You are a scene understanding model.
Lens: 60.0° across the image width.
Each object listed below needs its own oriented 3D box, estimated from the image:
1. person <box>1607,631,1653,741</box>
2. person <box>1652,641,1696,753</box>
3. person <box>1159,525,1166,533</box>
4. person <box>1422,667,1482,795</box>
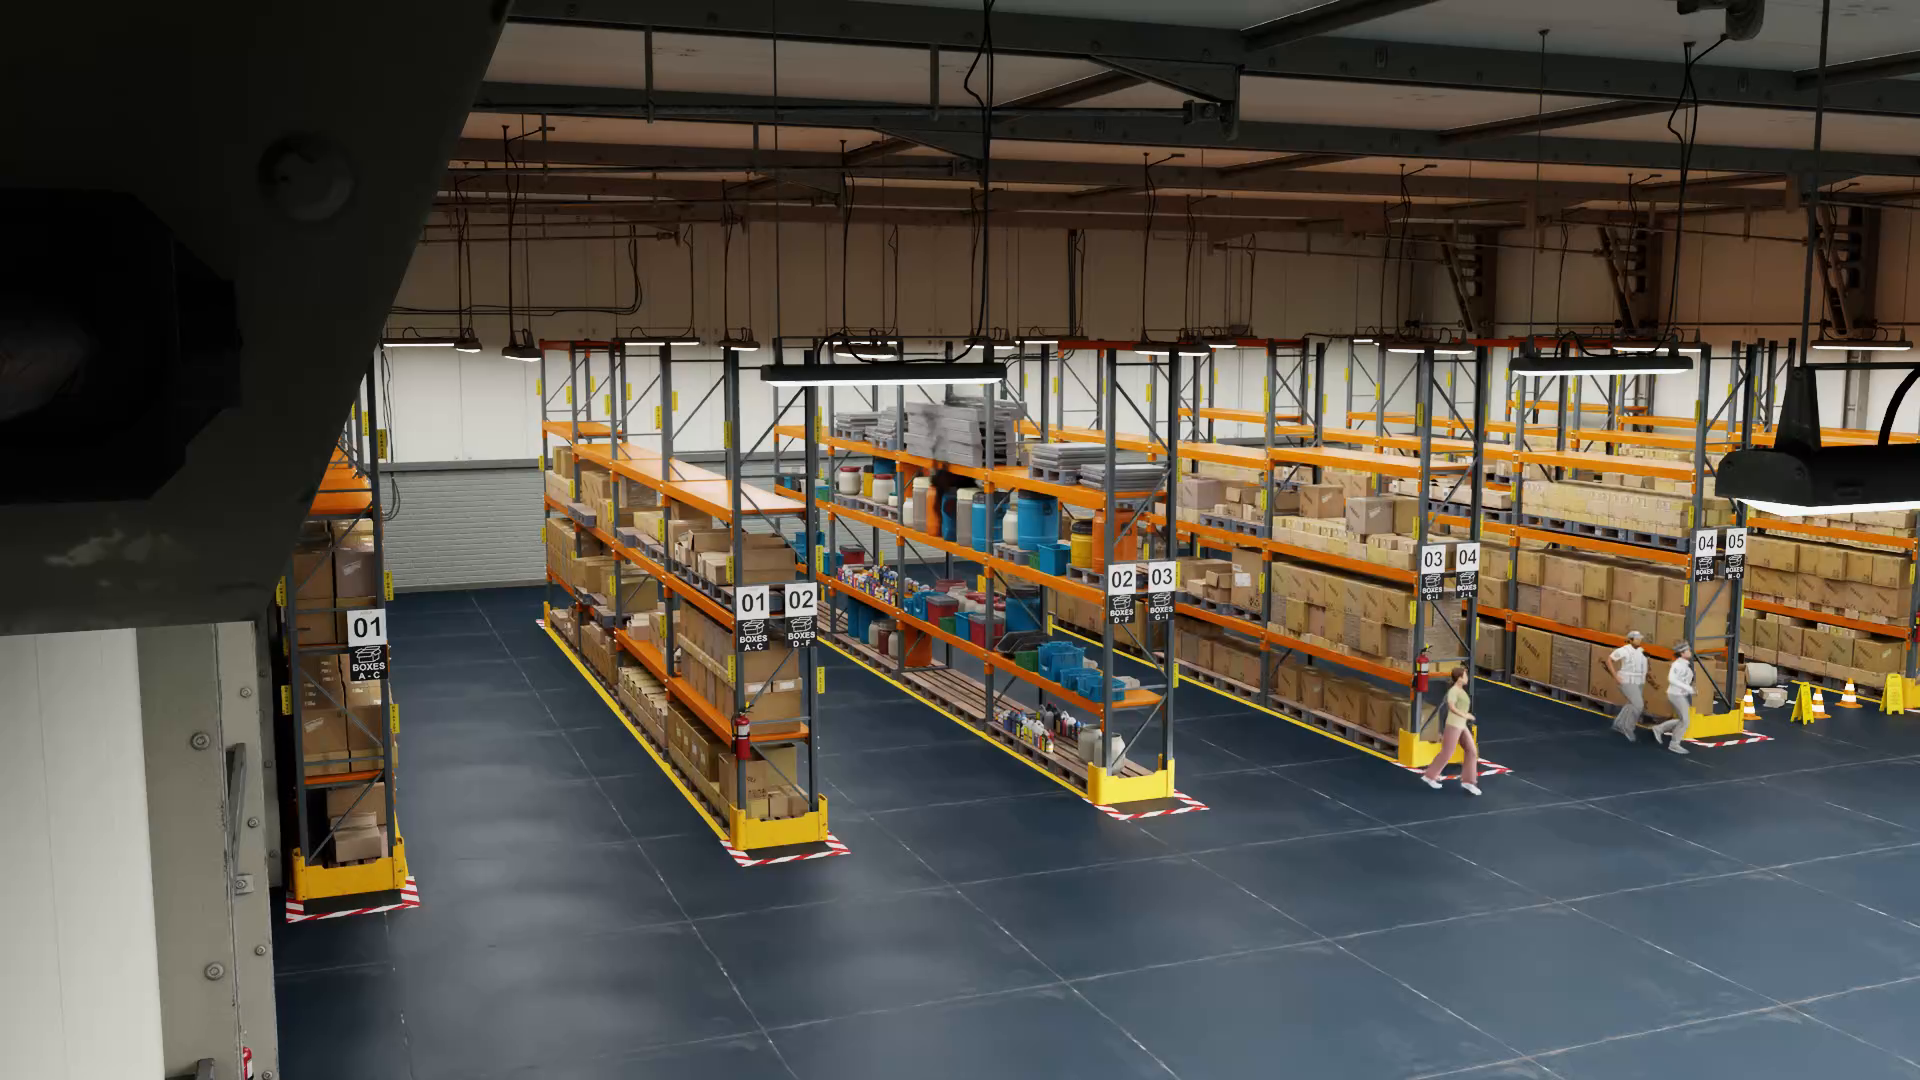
[{"bbox_3d":[10.286,2.233,25.478,0.629,1.711,0.645,-5,9,-32],"label":"person"},{"bbox_3d":[10.680,2.316,24.776,0.586,1.649,0.650,5,9,35],"label":"person"},{"bbox_3d":[5.189,0.032,41.688,0.890,1.774,0.773,-1,8,-9],"label":"person"},{"bbox_3d":[6.758,2.568,22.628,0.795,1.694,0.633,4,8,28],"label":"person"}]
